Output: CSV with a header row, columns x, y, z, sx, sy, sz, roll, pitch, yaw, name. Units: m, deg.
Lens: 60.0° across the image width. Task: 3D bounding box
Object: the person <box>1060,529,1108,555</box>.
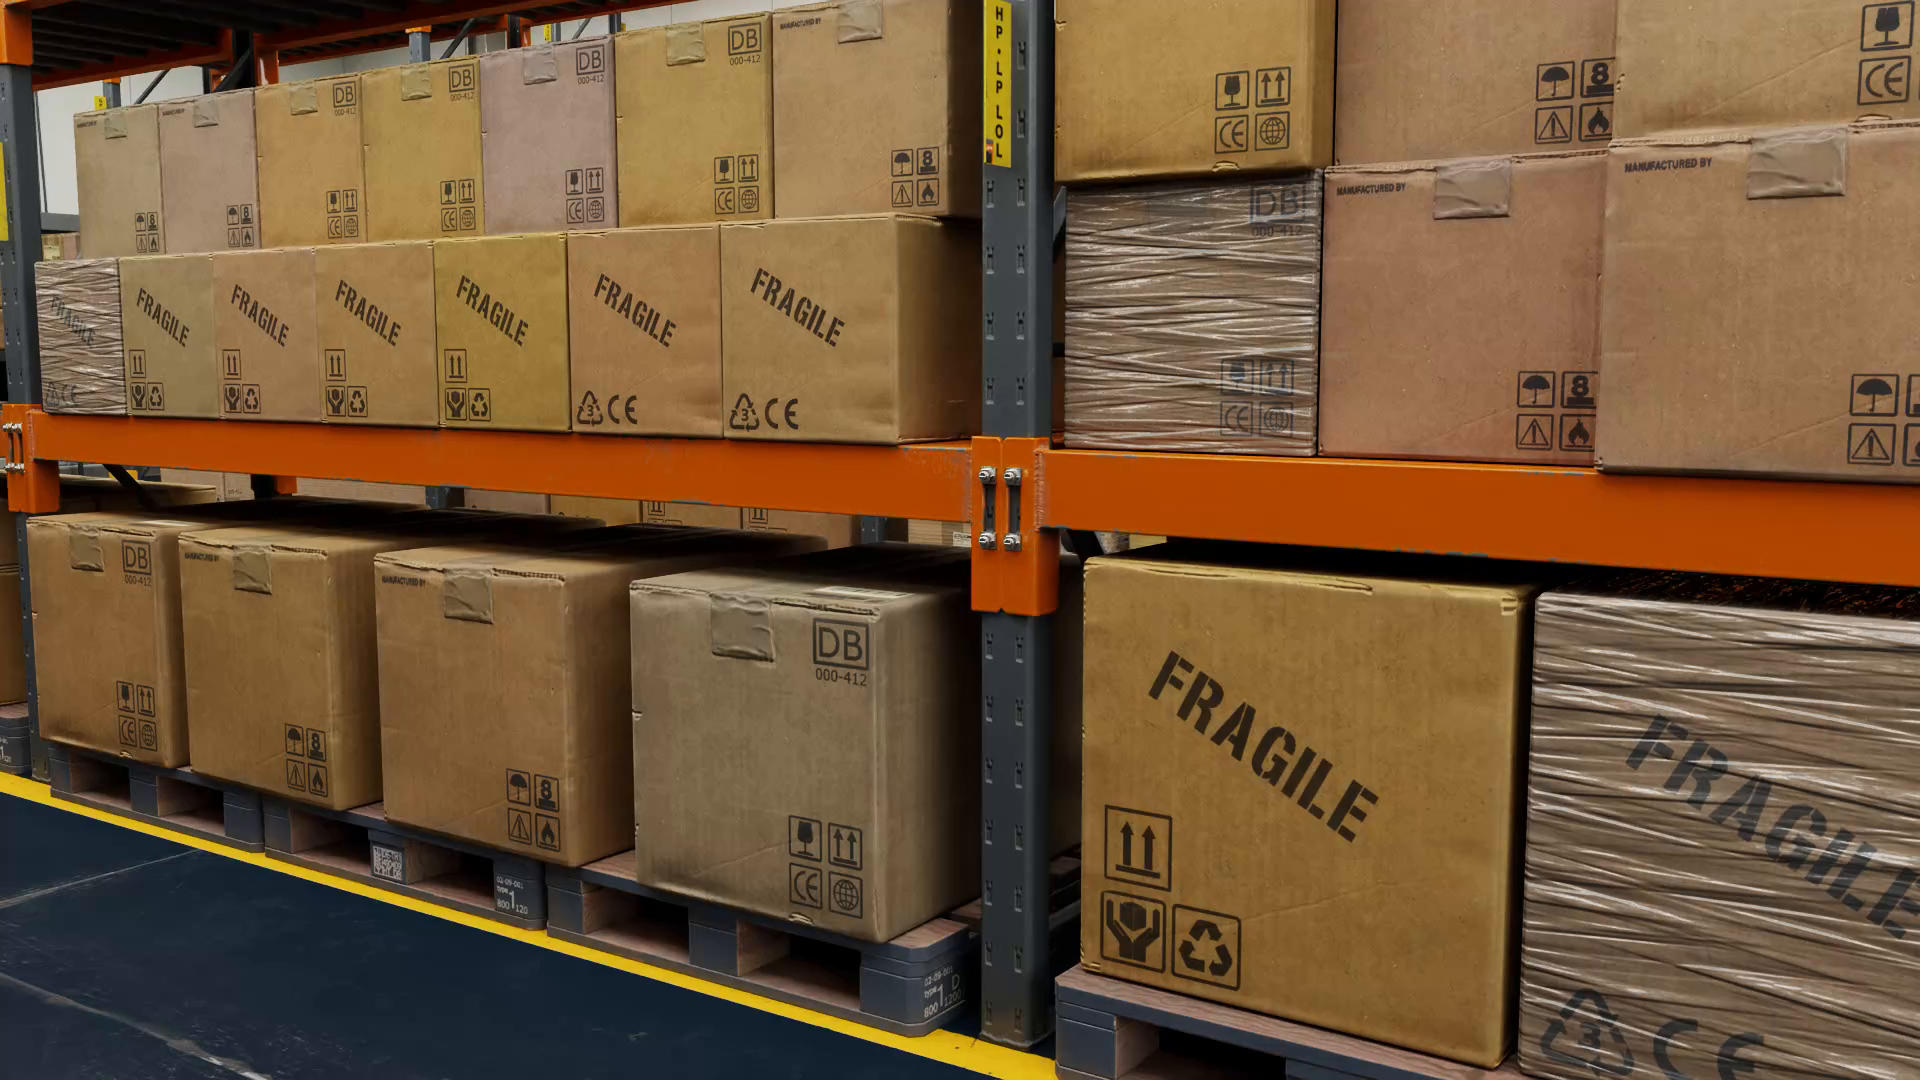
x,y,z,sx,sy,sz,roll,pitch,yaw,name
0.388,-0.138,7.149,0.432,1.683,0.600,4,8,33,person
